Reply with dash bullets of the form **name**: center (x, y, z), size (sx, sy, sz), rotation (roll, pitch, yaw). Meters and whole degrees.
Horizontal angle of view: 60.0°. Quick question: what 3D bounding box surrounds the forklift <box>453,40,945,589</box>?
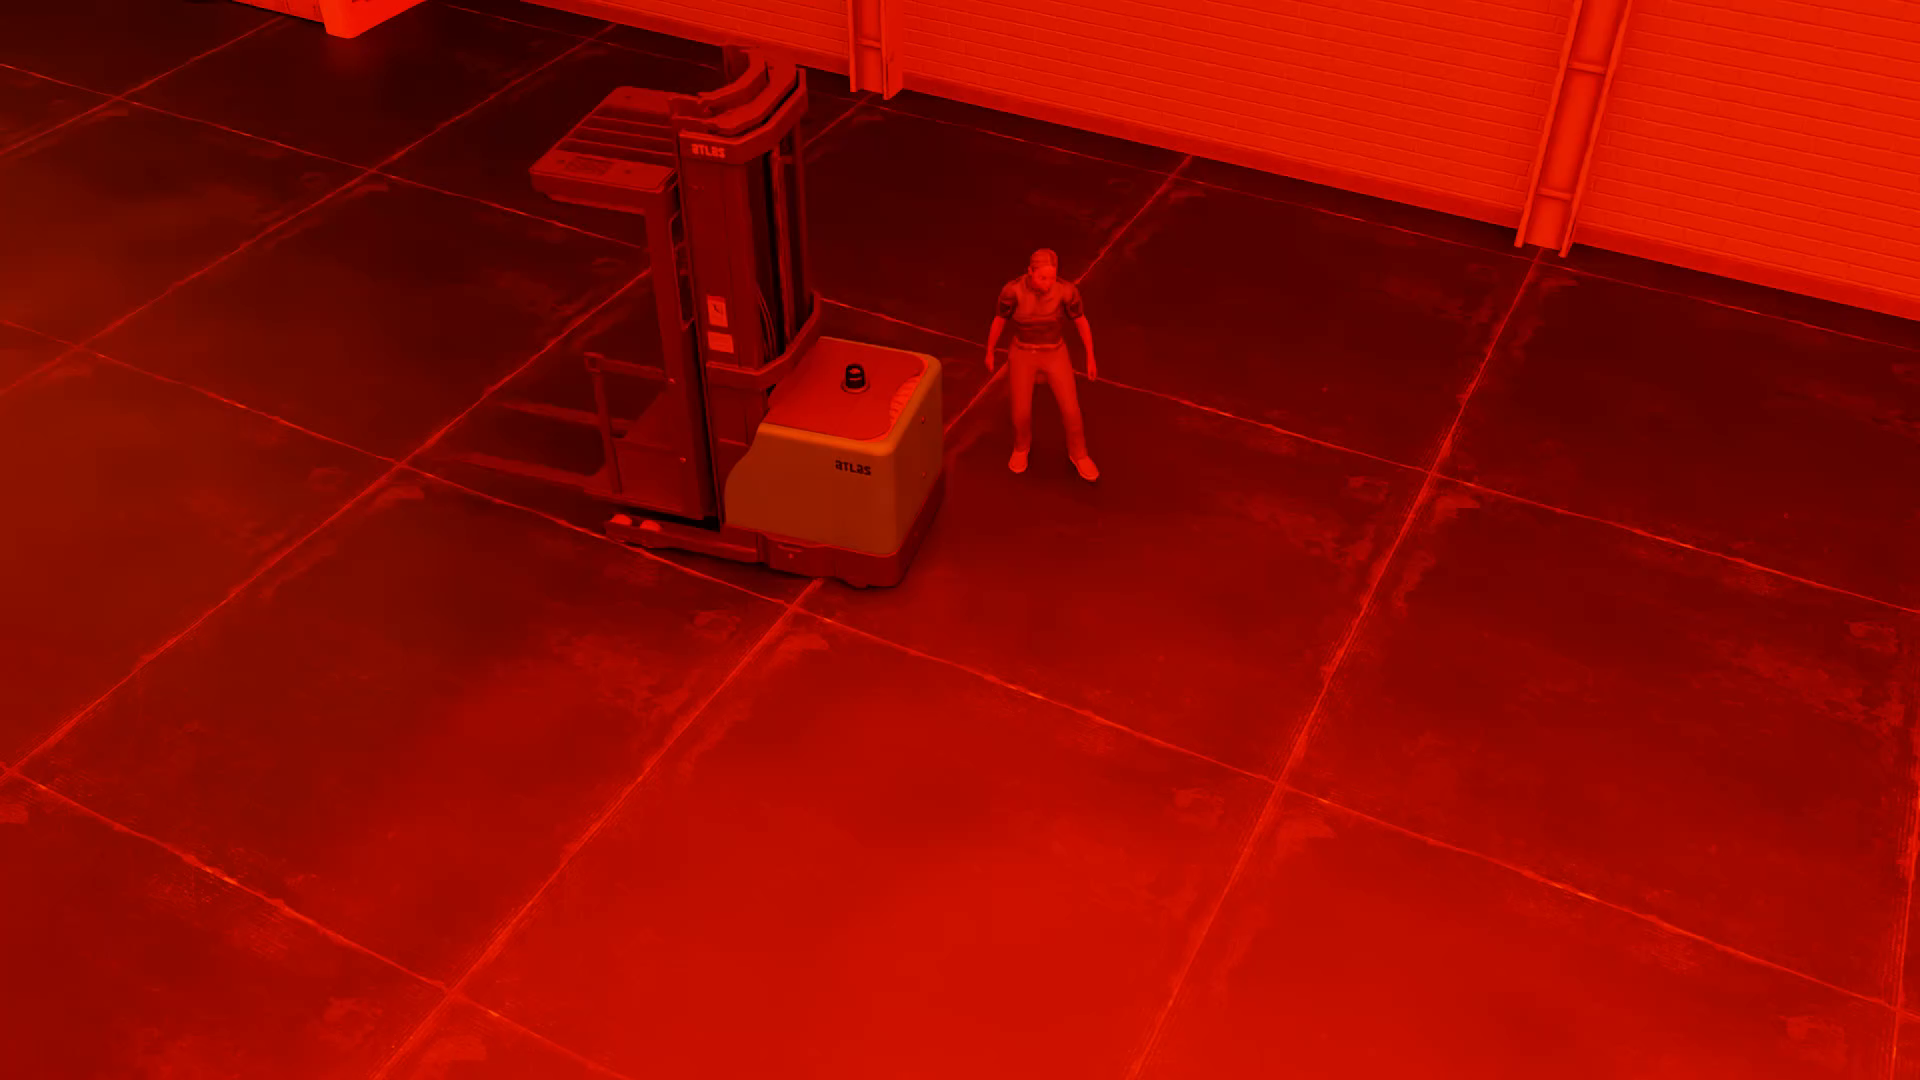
- **forklift**: center (-1.668, -1.385, 9.631), size (3.031, 2.935, 1.130), rotation (11, 41, 13)

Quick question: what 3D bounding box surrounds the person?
- **person**: center (0.525, -1.121, 10.334), size (0.753, 1.632, 0.355), rotation (2, 40, 2)
